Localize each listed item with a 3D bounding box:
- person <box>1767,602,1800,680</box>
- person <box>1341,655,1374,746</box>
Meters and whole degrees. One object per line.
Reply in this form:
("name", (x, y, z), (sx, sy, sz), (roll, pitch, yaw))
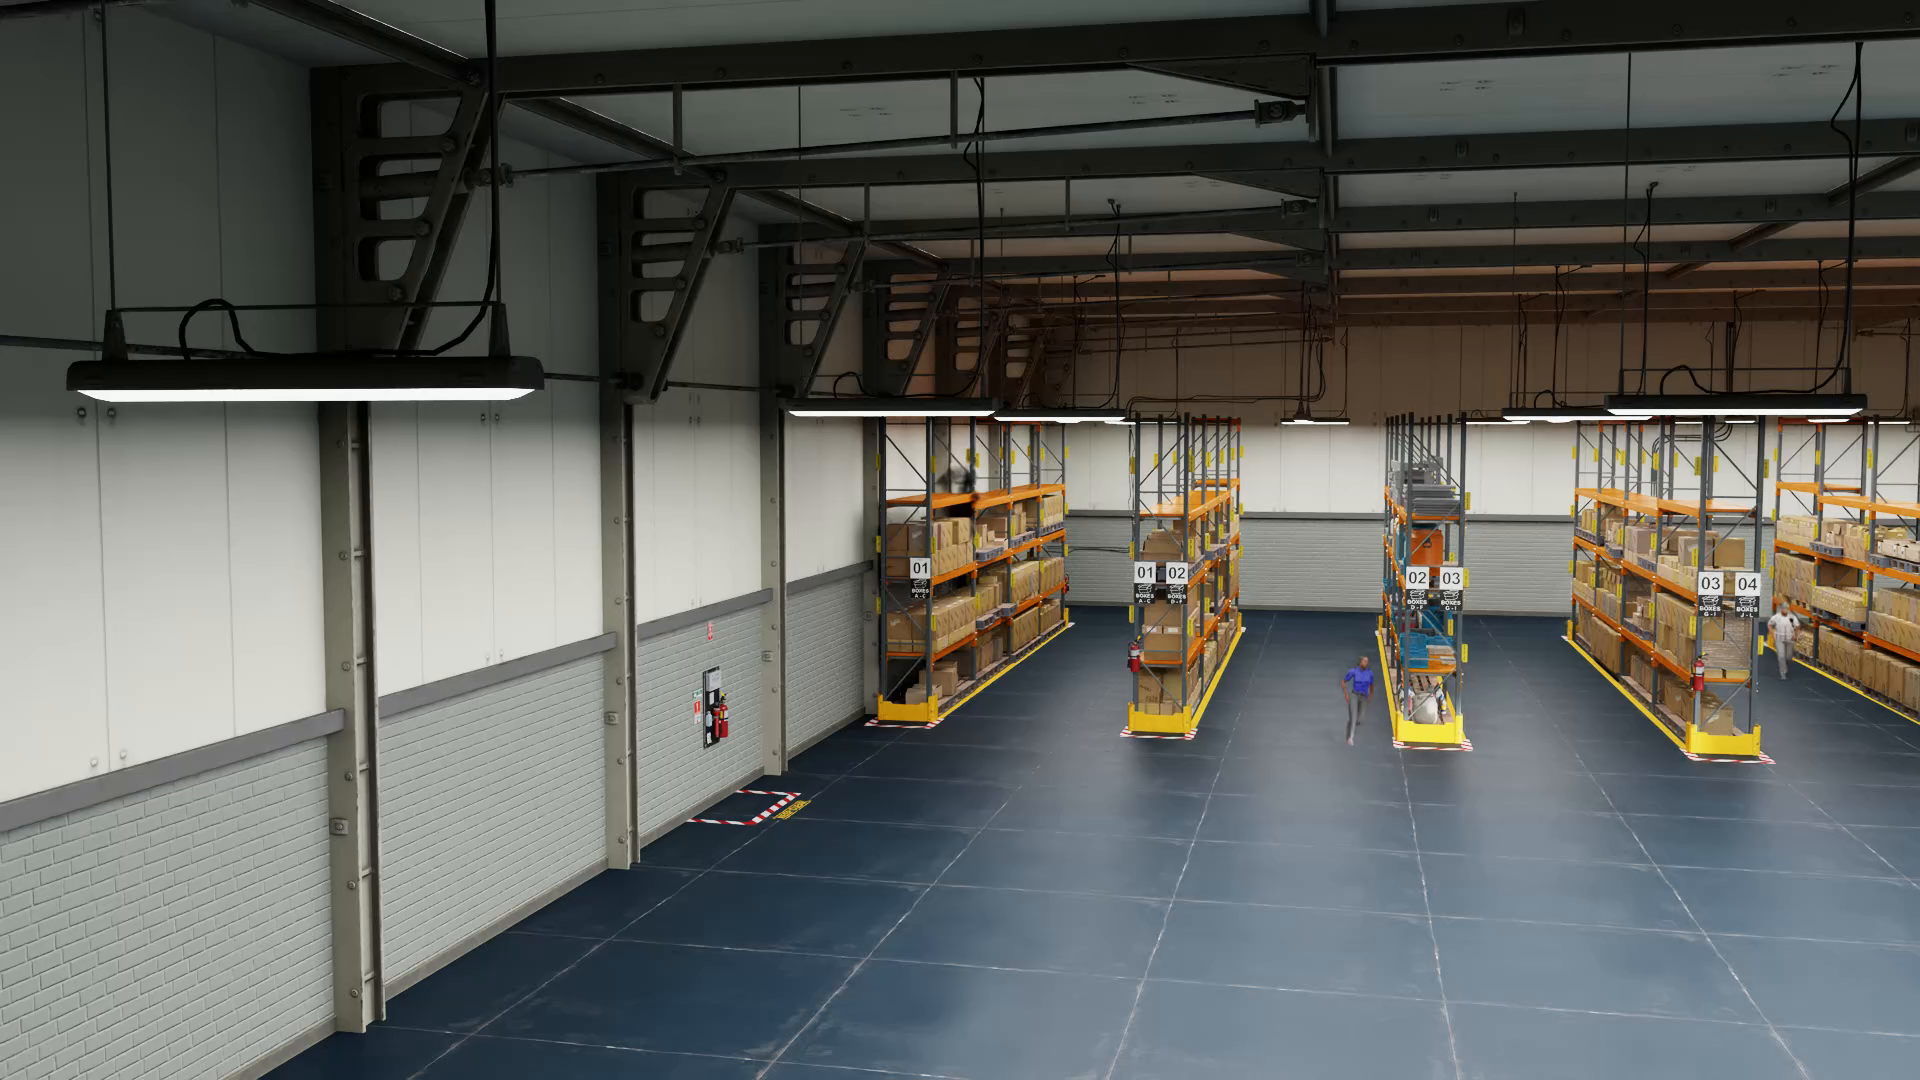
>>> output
("person", (18.790, 2.278, 37.928), (0.679, 1.757, 0.834), (1, 4, 18))
("person", (7.232, 2.890, 30.243), (0.620, 1.607, 0.624), (0, 4, -7))
